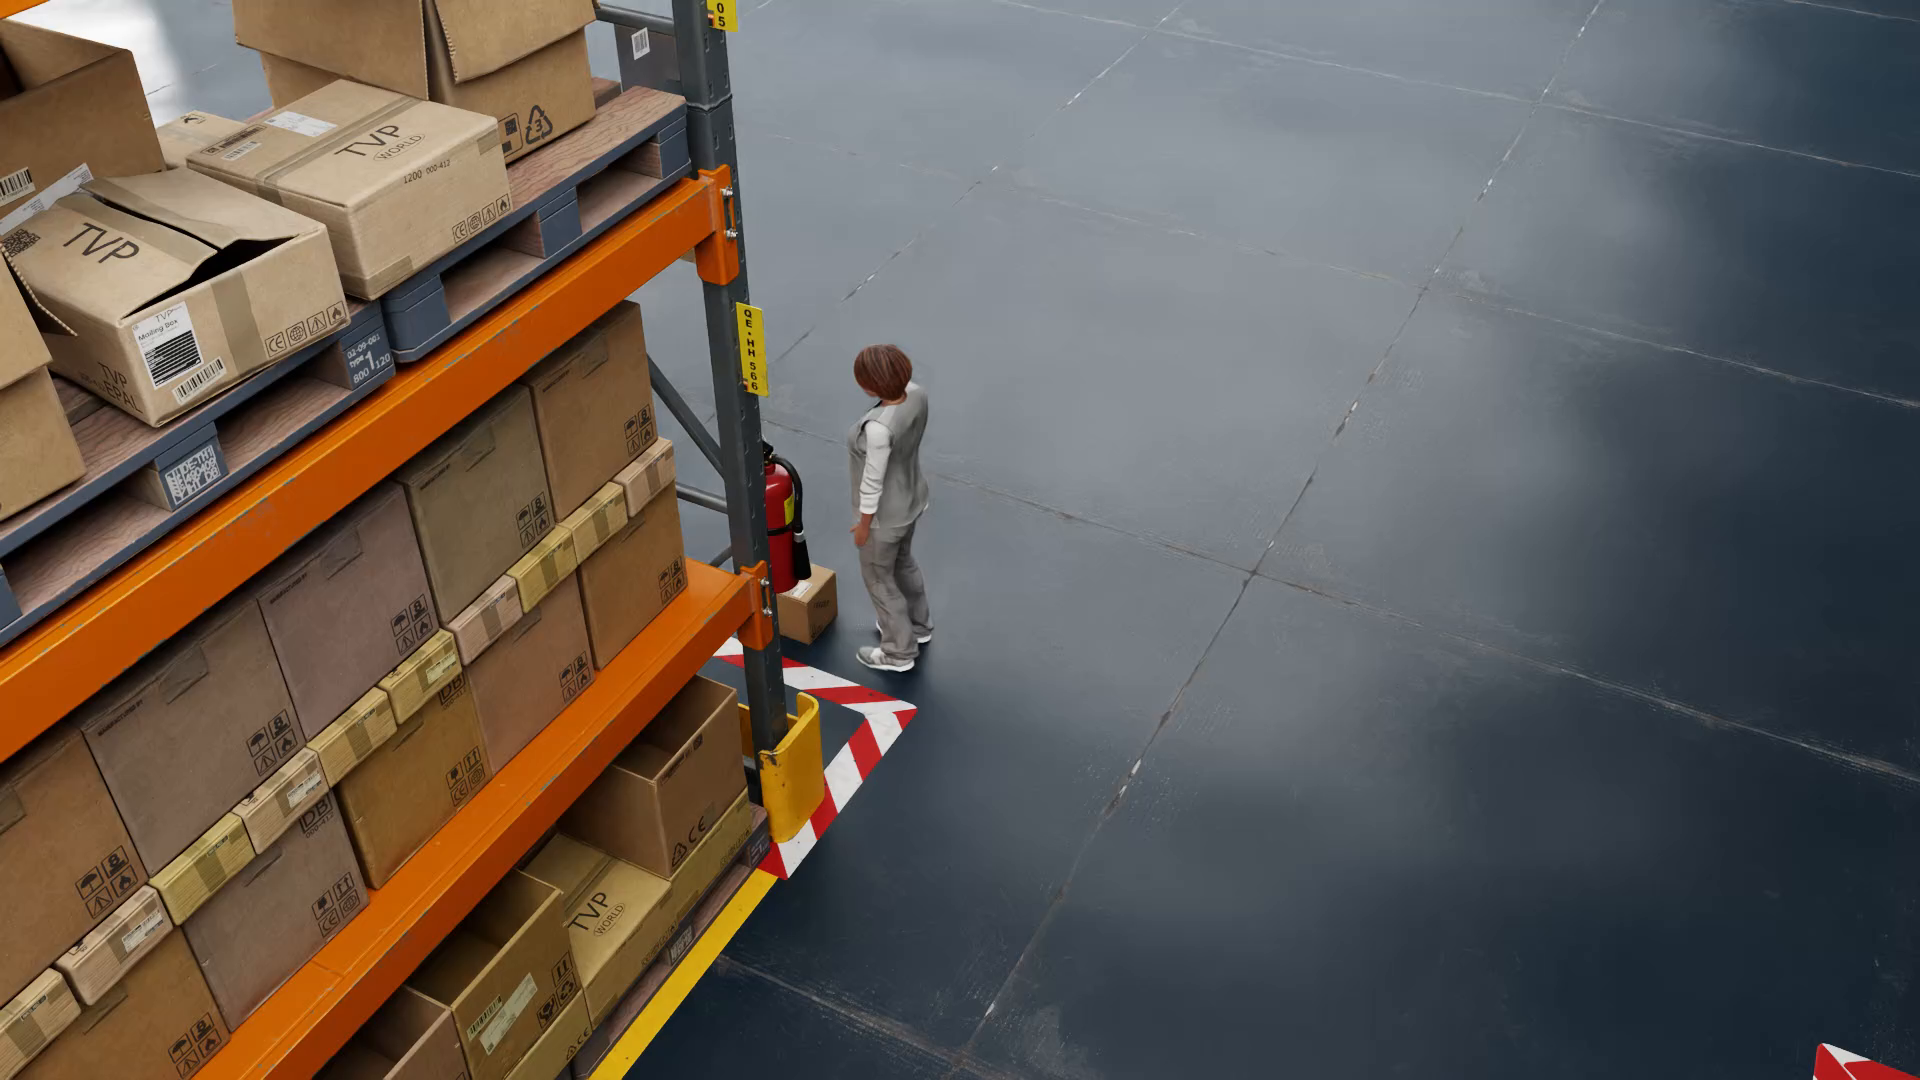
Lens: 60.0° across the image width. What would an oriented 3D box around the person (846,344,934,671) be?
[{"bbox_3d":[-0.296,-0.119,6.917,0.299,1.600,0.407,16,41,19],"label":"person"}]
